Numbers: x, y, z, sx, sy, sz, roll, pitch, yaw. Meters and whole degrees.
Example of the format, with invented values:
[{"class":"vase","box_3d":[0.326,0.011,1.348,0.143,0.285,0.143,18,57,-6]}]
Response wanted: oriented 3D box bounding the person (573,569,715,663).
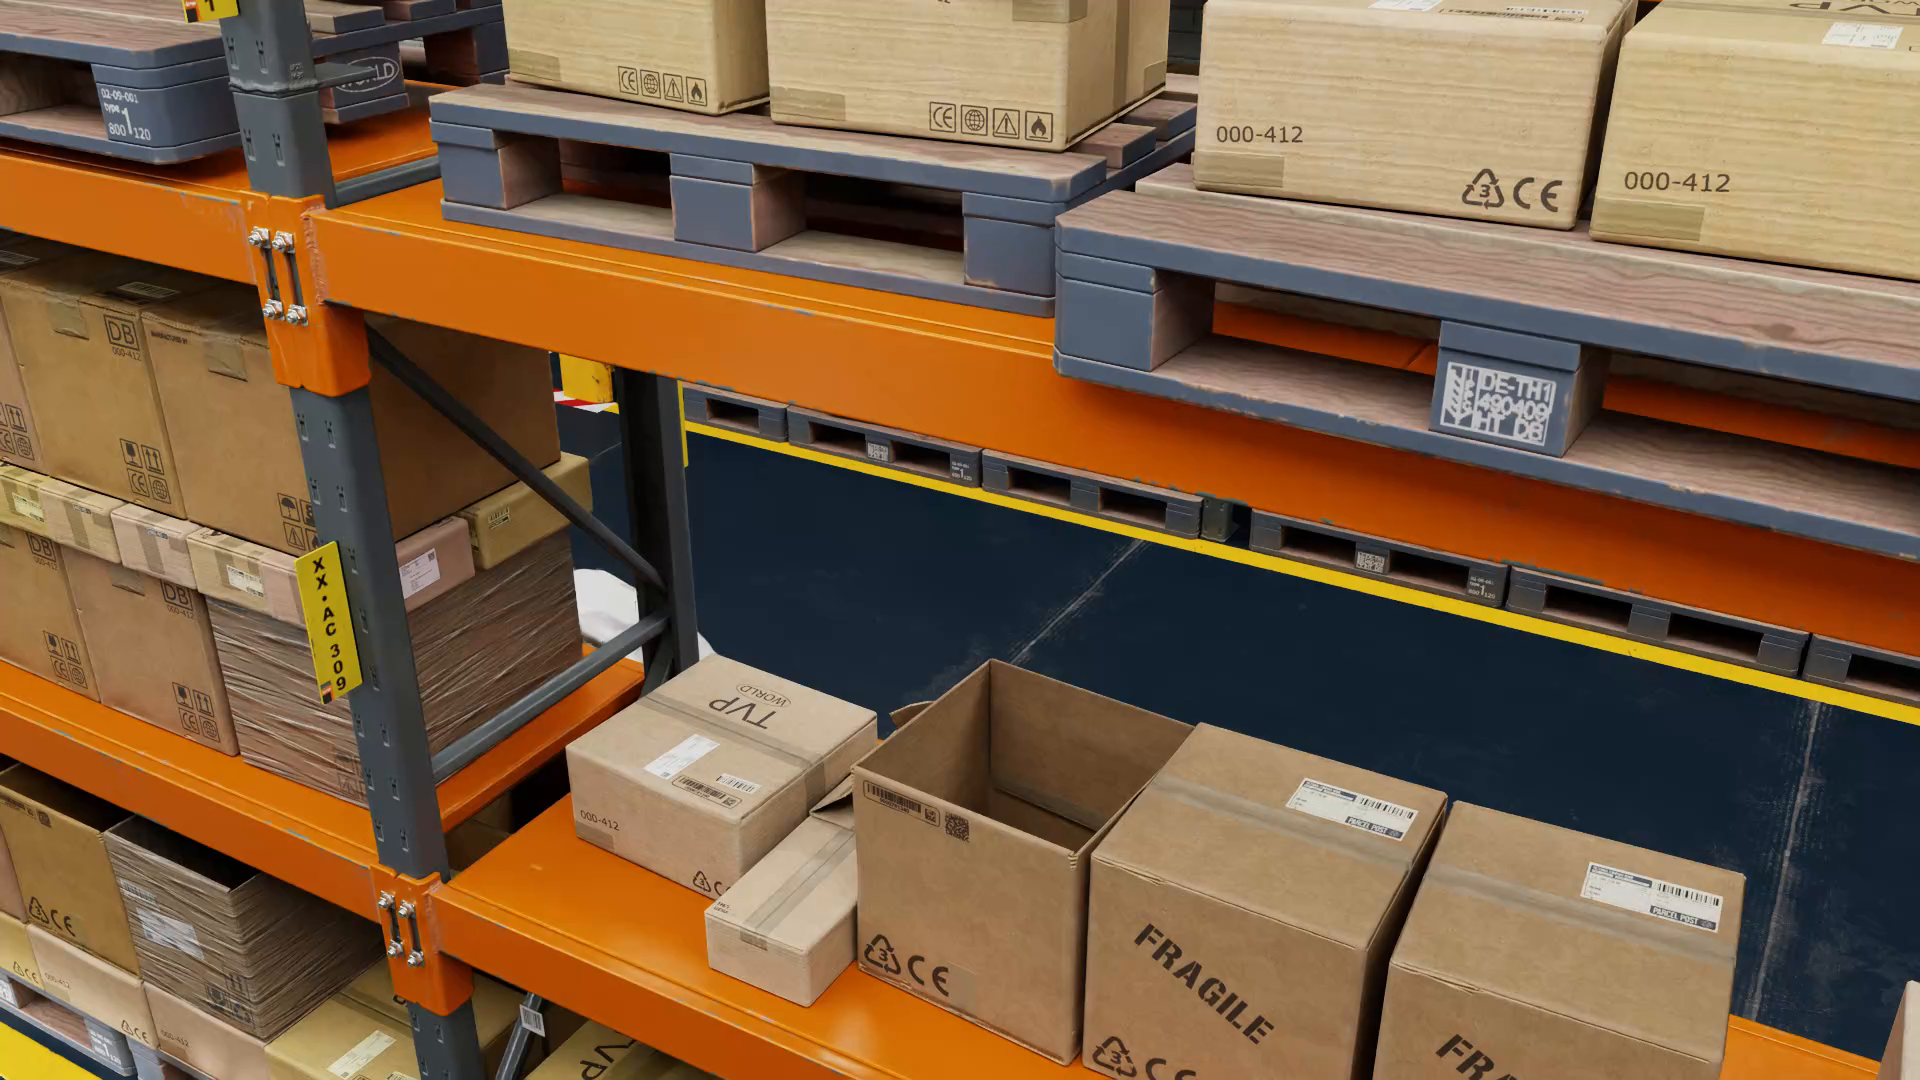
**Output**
[{"class":"person","box_3d":[-1.353,0.499,6.263,0.910,0.876,0.535,14,30,26]}]
